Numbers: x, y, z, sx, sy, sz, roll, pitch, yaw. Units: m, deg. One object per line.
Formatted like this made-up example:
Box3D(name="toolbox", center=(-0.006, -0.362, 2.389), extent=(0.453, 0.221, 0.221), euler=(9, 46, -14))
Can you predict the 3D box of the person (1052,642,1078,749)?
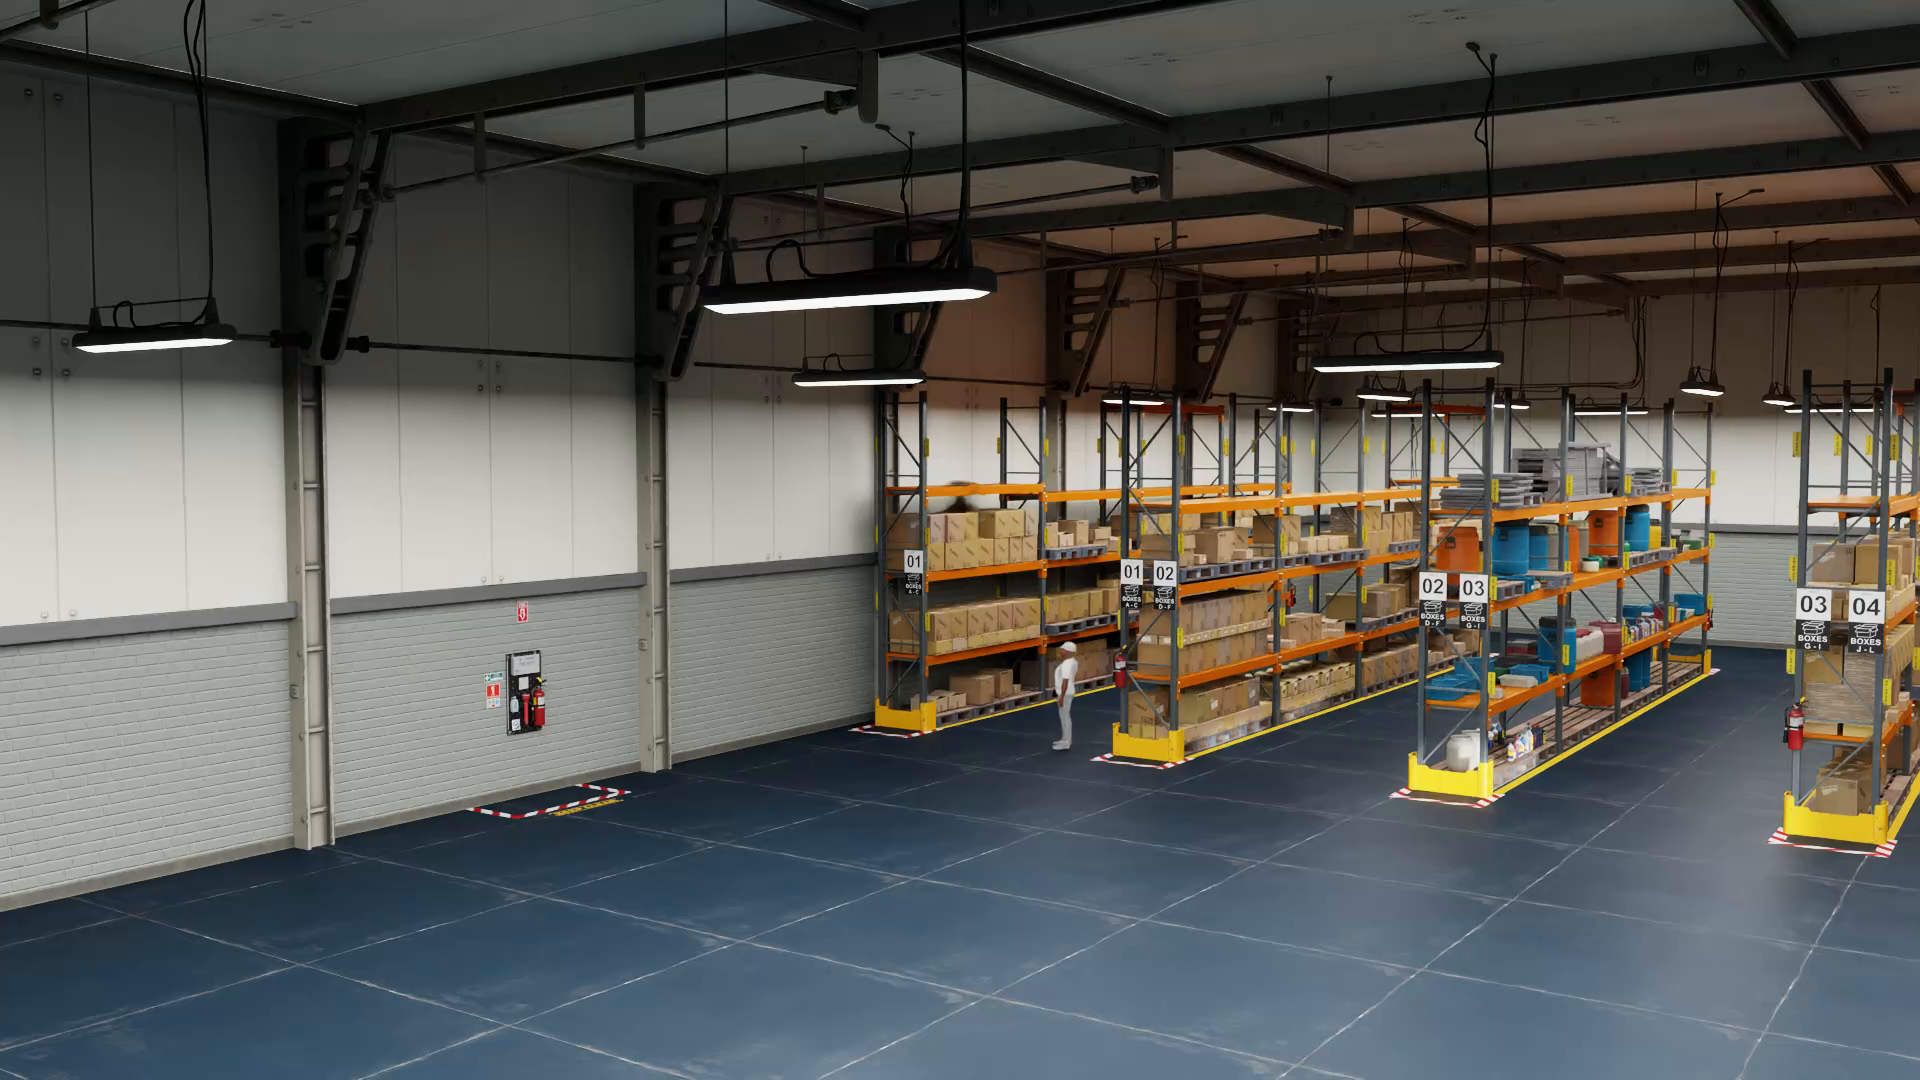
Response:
Box3D(name="person", center=(1.752, 2.571, 27.716), extent=(0.415, 1.766, 0.632), euler=(0, 3, 6))
